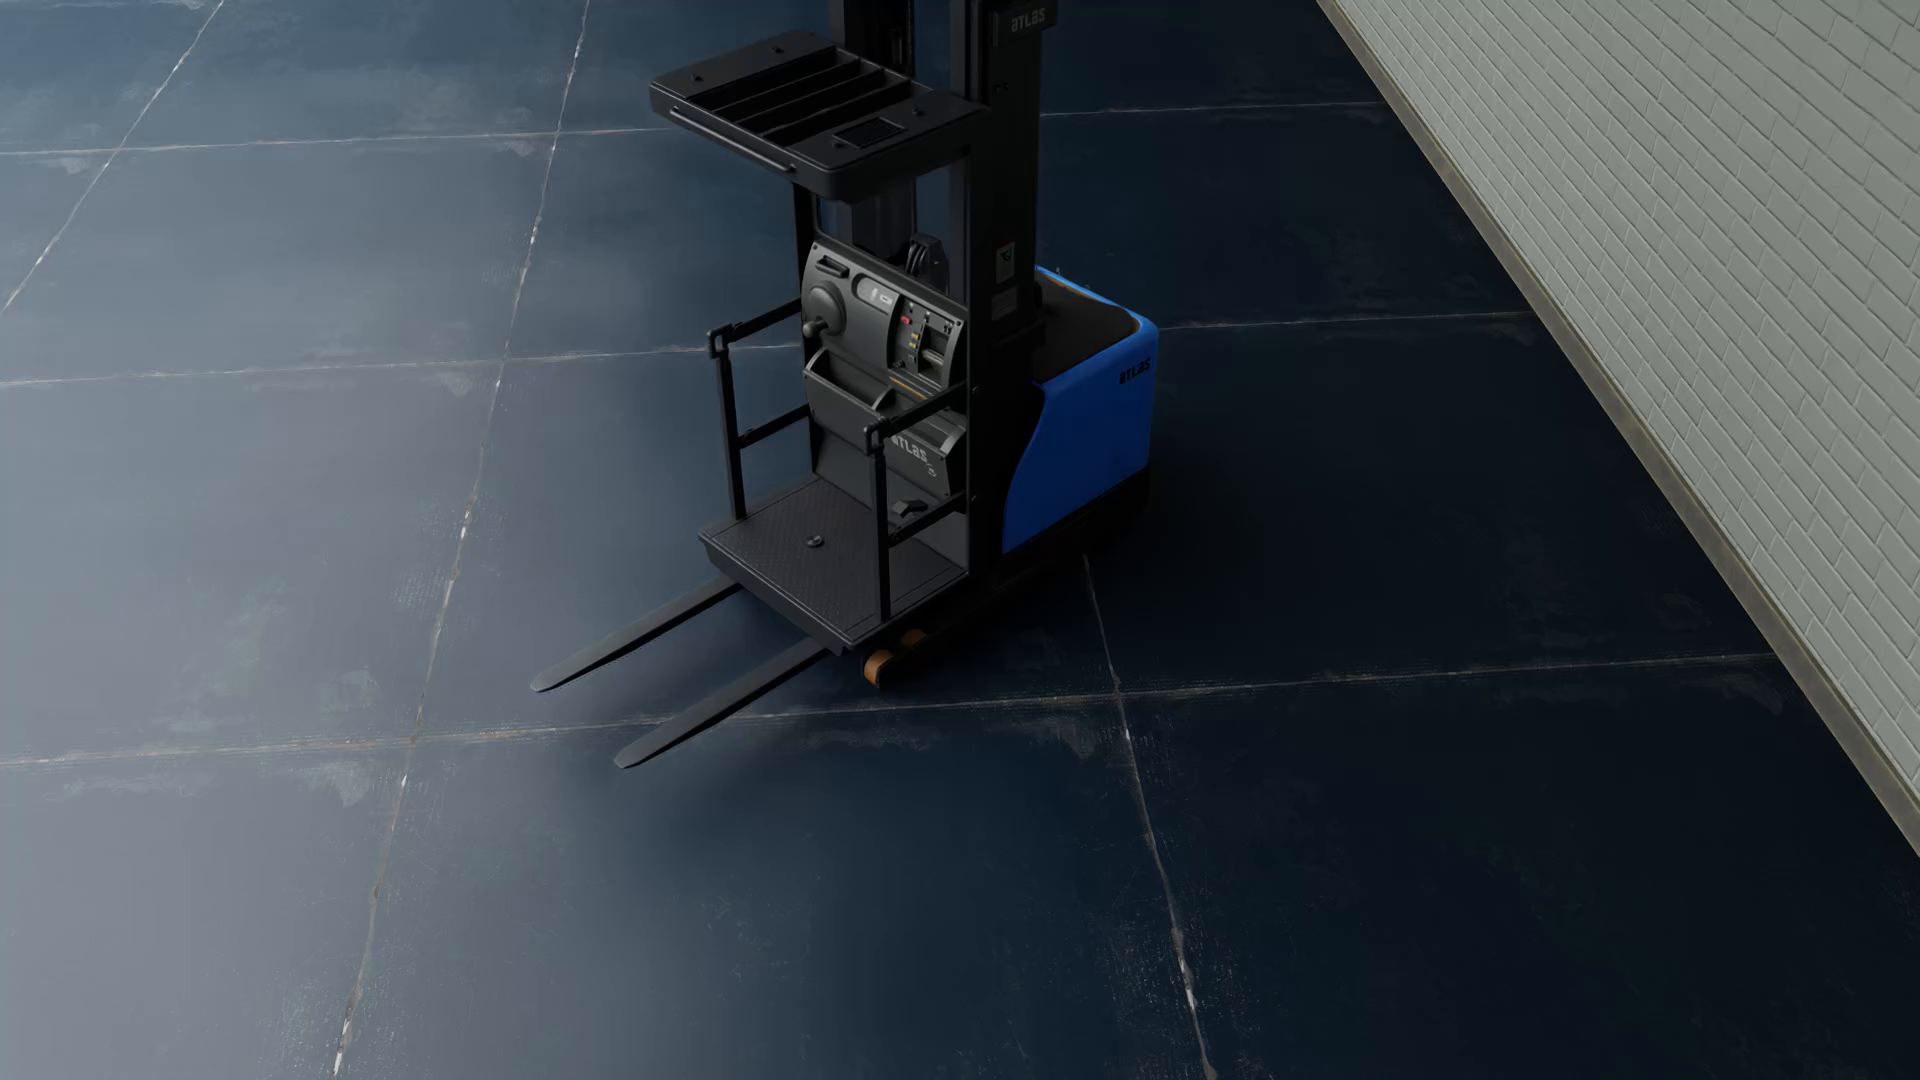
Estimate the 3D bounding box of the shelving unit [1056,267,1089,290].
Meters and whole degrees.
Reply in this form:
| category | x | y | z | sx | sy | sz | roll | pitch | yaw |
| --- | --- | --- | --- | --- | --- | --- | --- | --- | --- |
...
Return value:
| category | x | y | z | sx | sy | sz | roll | pitch | yaw |
| --- | --- | --- | --- | --- | --- | --- | --- | --- | --- |
| shelving unit | 0.480 | -0.921 | 8.513 | 0.210 | 0.900 | 0.258 | -25 | 45 | -28 |

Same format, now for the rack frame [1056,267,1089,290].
| category | x | y | z | sx | sy | sz | roll | pitch | yaw |
| --- | --- | --- | --- | --- | --- | --- | --- | --- | --- |
| rack frame | 0.561 | -0.959 | 8.561 | 0.006 | 0.900 | 0.240 | -25 | 45 | -28 |

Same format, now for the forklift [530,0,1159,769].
| category | x | y | z | sx | sy | sz | roll | pitch | yaw |
| --- | --- | --- | --- | --- | --- | --- | --- | --- | --- |
| forklift | -0.481 | -0.872 | 6.811 | 3.031 | 2.935 | 1.130 | -31 | 48 | -33 |
